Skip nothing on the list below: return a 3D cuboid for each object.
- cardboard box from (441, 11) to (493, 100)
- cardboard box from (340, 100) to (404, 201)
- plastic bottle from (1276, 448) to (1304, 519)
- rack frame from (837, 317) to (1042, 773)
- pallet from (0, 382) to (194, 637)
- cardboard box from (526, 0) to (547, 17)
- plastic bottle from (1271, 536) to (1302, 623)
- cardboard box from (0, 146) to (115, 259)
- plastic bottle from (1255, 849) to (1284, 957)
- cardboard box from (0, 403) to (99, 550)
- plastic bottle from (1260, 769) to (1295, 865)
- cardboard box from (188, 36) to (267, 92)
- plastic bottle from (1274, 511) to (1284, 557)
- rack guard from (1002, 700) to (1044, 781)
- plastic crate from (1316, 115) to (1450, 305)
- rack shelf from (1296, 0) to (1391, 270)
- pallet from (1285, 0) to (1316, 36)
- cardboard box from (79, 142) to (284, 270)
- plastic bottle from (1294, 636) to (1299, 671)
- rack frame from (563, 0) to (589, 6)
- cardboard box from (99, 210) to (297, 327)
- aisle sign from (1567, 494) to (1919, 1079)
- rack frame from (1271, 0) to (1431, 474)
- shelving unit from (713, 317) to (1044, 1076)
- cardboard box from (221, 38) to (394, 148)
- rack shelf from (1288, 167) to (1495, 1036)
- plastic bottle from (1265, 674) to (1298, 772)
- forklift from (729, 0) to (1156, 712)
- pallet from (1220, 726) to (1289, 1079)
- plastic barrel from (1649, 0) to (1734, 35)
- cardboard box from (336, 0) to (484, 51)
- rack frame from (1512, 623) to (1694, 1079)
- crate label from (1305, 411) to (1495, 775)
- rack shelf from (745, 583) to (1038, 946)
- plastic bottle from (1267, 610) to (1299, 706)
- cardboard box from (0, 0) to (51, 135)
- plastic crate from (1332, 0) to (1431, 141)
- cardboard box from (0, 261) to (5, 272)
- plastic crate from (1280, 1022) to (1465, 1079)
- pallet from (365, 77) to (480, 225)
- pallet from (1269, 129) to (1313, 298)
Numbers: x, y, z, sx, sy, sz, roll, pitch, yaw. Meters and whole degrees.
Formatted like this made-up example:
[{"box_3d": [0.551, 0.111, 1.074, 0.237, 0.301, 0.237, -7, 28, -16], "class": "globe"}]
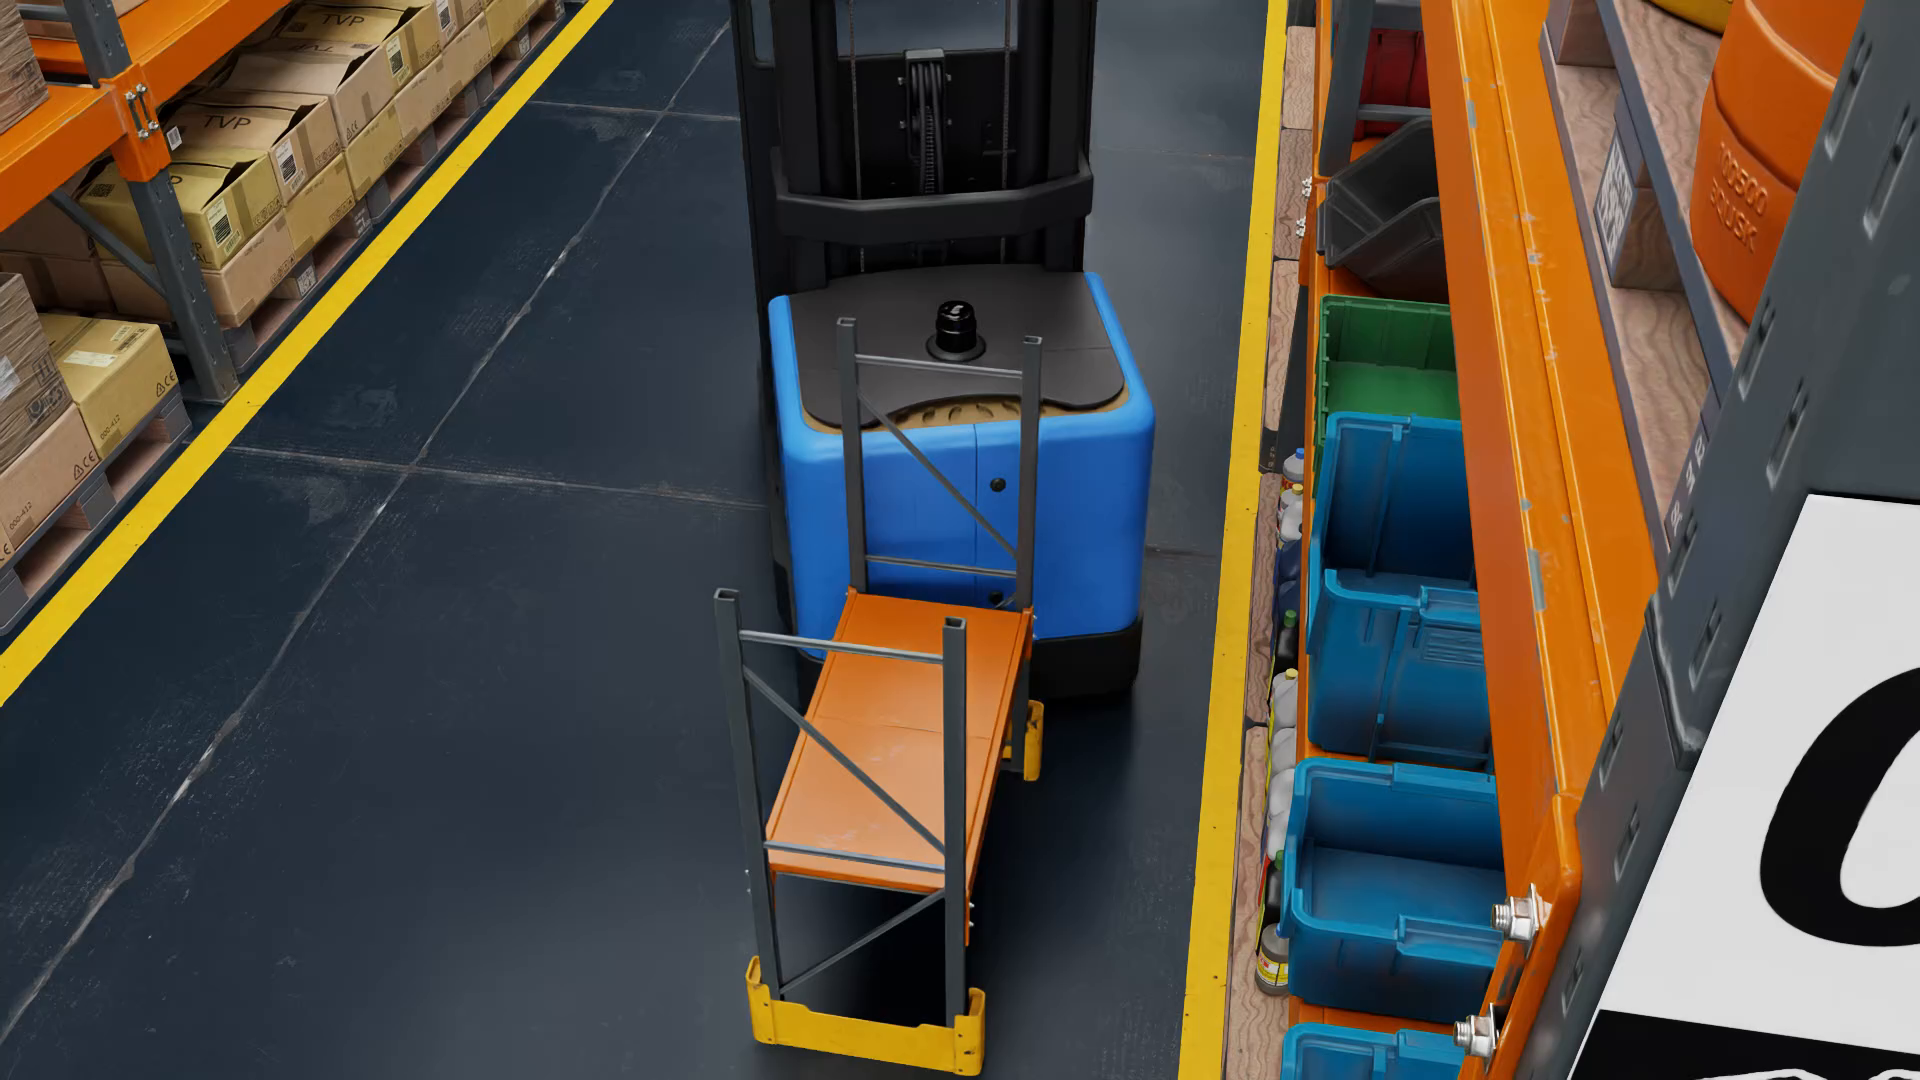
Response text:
[{"box_3d": [-2.632, -2.380, 8.103, 0.500, 0.250, 0.500, 7, 40, 9], "class": "cardboard box"}, {"box_3d": [-2.807, -1.738, 7.326, 0.500, 0.250, 0.500, 5, 40, 6], "class": "cardboard box"}, {"box_3d": [1.093, -0.182, 5.412, 0.097, 0.271, 0.097, 0, 40, 0], "class": "plastic bottle"}, {"box_3d": [-0.051, 0.074, 4.484, 0.500, 1.500, 0.032, 7, 40, 8], "class": "rack frame"}, {"box_3d": [-3.477, -0.195, 5.820, 1.003, 0.211, 1.213, 6, 40, 8], "class": "pallet"}, {"box_3d": [-2.456, -3.019, 8.876, 0.500, 0.250, 0.500, 7, 40, 9], "class": "cardboard box"}, {"box_3d": [1.032, 0.097, 5.013, 0.144, 0.351, 0.185, 7, 40, 9], "class": "plastic bottle"}, {"box_3d": [-3.510, -1.368, 6.439, 0.500, 0.311, 0.500, 6, 40, 8], "class": "cardboard box"}, {"box_3d": [0.776, 0.896, 4.099, 0.061, 0.283, 0.133, 7, 40, 9], "class": "plastic bottle"}, {"box_3d": [-3.259, -0.238, 5.512, 0.500, 0.250, 0.500, 6, 40, 8], "class": "cardboard box"}, {"box_3d": [0.869, 0.732, 4.303, 0.152, 0.276, 0.135, 5, 40, 6], "class": "plastic bottle"}, {"box_3d": [-3.337, -2.008, 7.213, 0.500, 0.311, 0.500, 6, 40, 8], "class": "cardboard box"}, {"box_3d": [1.058, -0.027, 5.280, 0.097, 0.201, 0.097, 0, 40, 0], "class": "plastic bottle"}, {"box_3d": [-0.051, 0.556, 4.881, 0.587, 0.250, 0.087, 7, 40, 8], "class": "rack guard"}, {"box_3d": [1.364, -0.877, 4.505, 0.767, 0.338, 0.504, 6, 40, 8], "class": "plastic crate"}, {"box_3d": [1.926, -2.193, 6.613, 1.077, 0.370, 4.000, 6, 40, 8], "class": "rack shelf"}, {"box_3d": [2.368, -3.150, 9.395, 1.003, 0.211, 1.213, 6, 40, 8], "class": "pallet"}, {"box_3d": [-2.981, -1.314, 6.374, 0.500, 0.311, 0.500, 7, 40, 8], "class": "cardboard box"}, {"box_3d": [1.011, 0.342, 4.778, 0.097, 0.271, 0.097, 0, 40, 0], "class": "plastic bottle"}, {"box_3d": [-2.606, -4.274, 8.566, 1.000, 3.000, 0.127, 6, 40, 8], "class": "rack frame"}, {"box_3d": [-2.984, -1.092, 6.545, 0.500, 0.250, 0.500, 5, 40, 7], "class": "cardboard box"}, {"box_3d": [0.583, 0.305, 0.986, 0.394, 0.787, 0.004, 6, 40, 8], "class": "aisle sign"}, {"box_3d": [1.580, -1.215, 4.866, 1.000, 3.000, 0.127, 6, 40, 8], "class": "rack frame"}, {"box_3d": [-0.141, 0.386, 4.106, 0.587, 1.500, 1.083, 7, 40, 8], "class": "shelving unit"}, {"box_3d": [-2.801, -1.953, 7.146, 0.500, 0.311, 0.500, 5, 40, 6], "class": "cardboard box"}, {"box_3d": [1.234, 0.317, 3.577, 1.077, 0.370, 4.000, 6, 40, 8], "class": "rack shelf"}, {"box_3d": [0.926, 0.482, 4.547, 0.144, 0.351, 0.185, 6, 40, 7], "class": "plastic bottle"}, {"box_3d": [-0.172, -1.526, 5.295, 1.130, 2.935, 3.031, -5, 40, -6], "class": "forklift"}, {"box_3d": [1.214, 1.044, 4.322, 1.003, 0.211, 1.213, 6, 40, 8], "class": "pallet"}, {"box_3d": [0.960, -0.825, 1.562, 0.600, 0.588, 0.600, 0, 40, 0], "class": "plastic barrel"}, {"box_3d": [-2.627, -2.593, 7.921, 0.500, 0.311, 0.500, 6, 40, 7], "class": "cardboard box"}, {"box_3d": [0.888, 1.295, 1.830, 1.000, 3.000, 0.127, 6, 40, 8], "class": "rack frame"}, {"box_3d": [0.940, 0.096, 3.252, 0.502, 0.435, 0.616, 6, 40, 8], "class": "crate label"}, {"box_3d": [-0.143, 0.531, 4.213, 0.538, 0.185, 1.000, 7, 40, 8], "class": "rack shelf"}, {"box_3d": [0.930, 0.340, 4.771, 0.061, 0.283, 0.133, 8, 40, 10], "class": "plastic bottle"}, {"box_3d": [-3.368, -1.523, 5.160, 0.700, 0.500, 0.500, 5, 40, 7], "class": "cardboard box"}, {"box_3d": [1.363, -1.578, 5.254, 0.402, 0.464, 0.583, 6, 40, 8], "class": "plastic crate"}, {"box_3d": [-3.686, -0.899, 5.723, 0.500, 0.500, 0.500, 6, 40, 8], "class": "cardboard box"}, {"box_3d": [0.680, 1.005, 2.297, 0.499, 0.251, 0.616, 6, 40, 8], "class": "plastic crate"}, {"box_3d": [-3.000, -1.924, 7.911, 1.003, 0.211, 1.213, 6, 40, 8], "class": "pallet"}, {"box_3d": [1.887, -1.406, 7.285, 1.003, 0.211, 1.213, 6, 40, 8], "class": "pallet"}]
